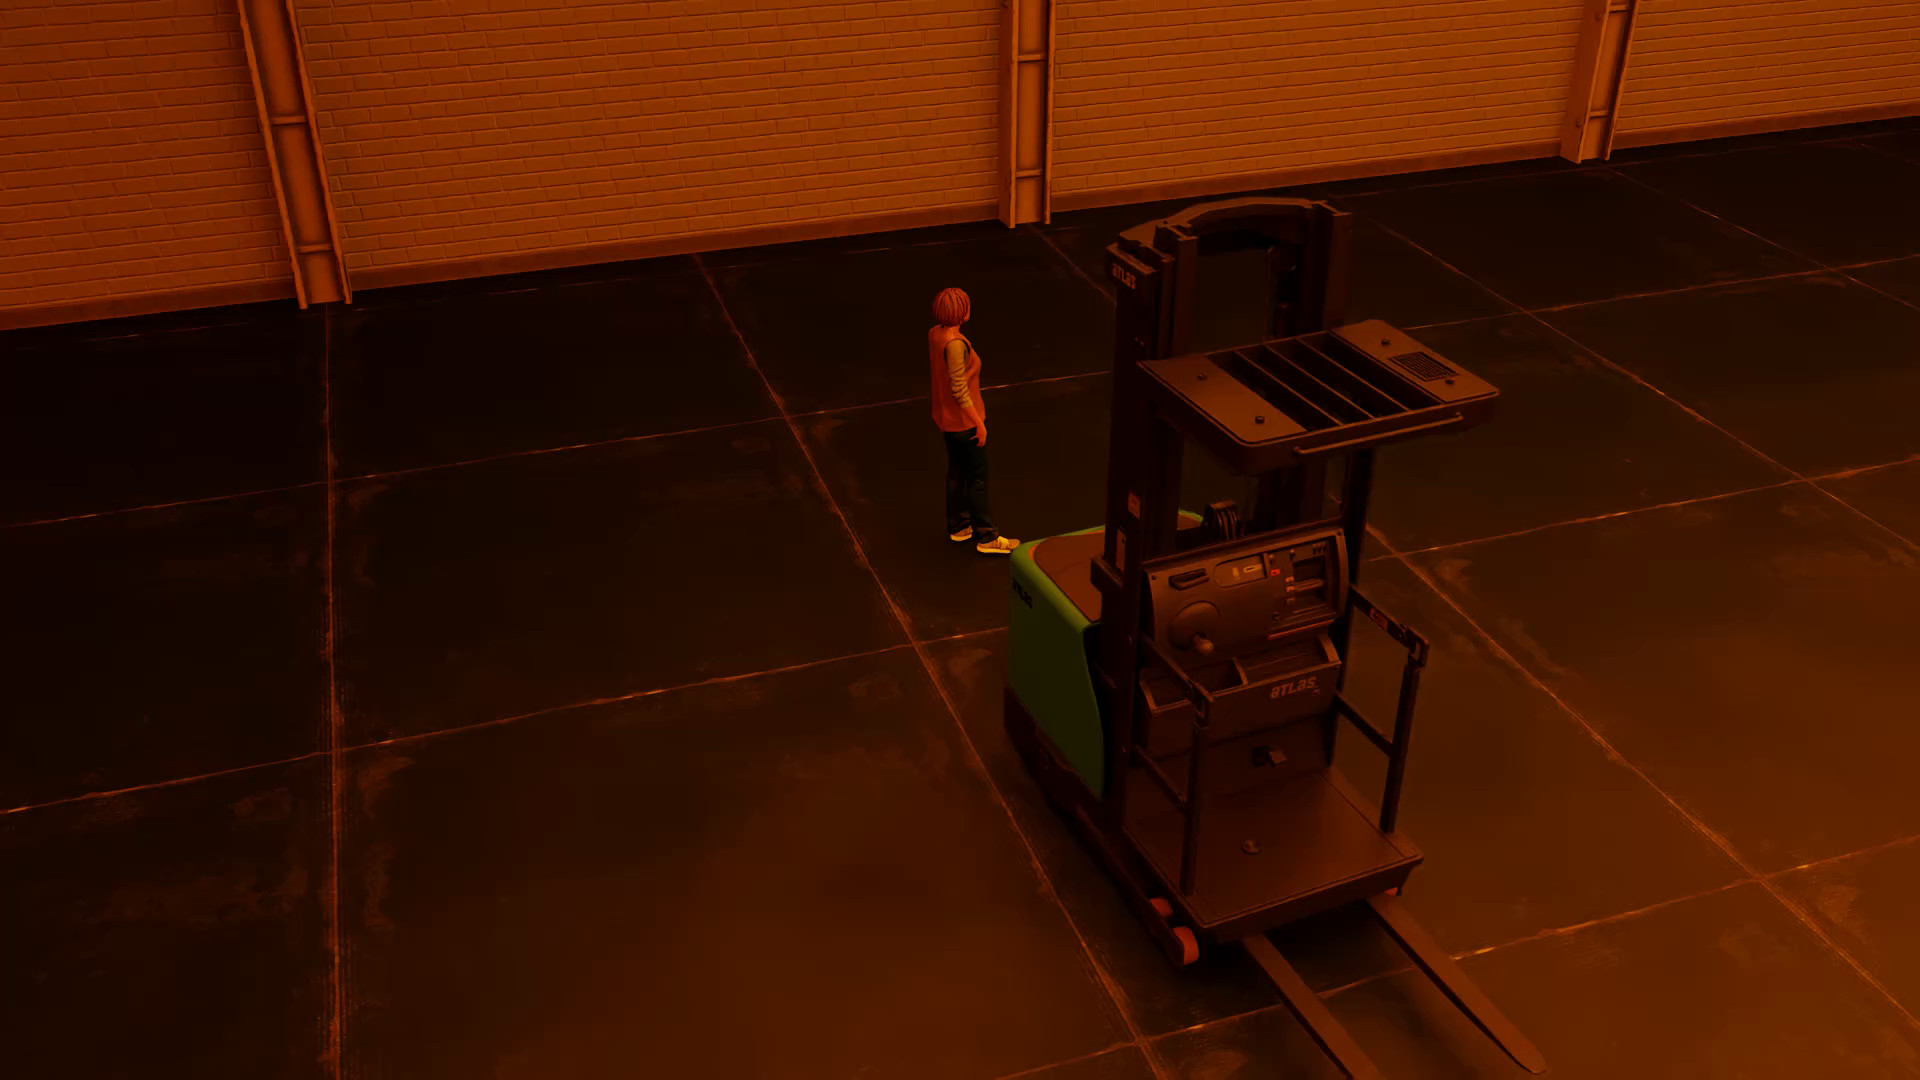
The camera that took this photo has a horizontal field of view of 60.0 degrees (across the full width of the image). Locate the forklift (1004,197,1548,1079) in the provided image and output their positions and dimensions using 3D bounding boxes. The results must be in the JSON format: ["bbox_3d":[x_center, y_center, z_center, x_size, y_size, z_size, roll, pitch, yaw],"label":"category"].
[{"bbox_3d":[1.272,0.261,6.633,1.130,2.935,3.031,-12,32,-20],"label":"forklift"}]

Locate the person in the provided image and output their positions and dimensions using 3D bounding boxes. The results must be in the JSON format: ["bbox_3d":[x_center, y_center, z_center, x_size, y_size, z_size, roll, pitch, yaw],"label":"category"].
[{"bbox_3d":[0.075,-0.704,9.633,0.473,1.599,0.520,-10,31,-16],"label":"person"}]
